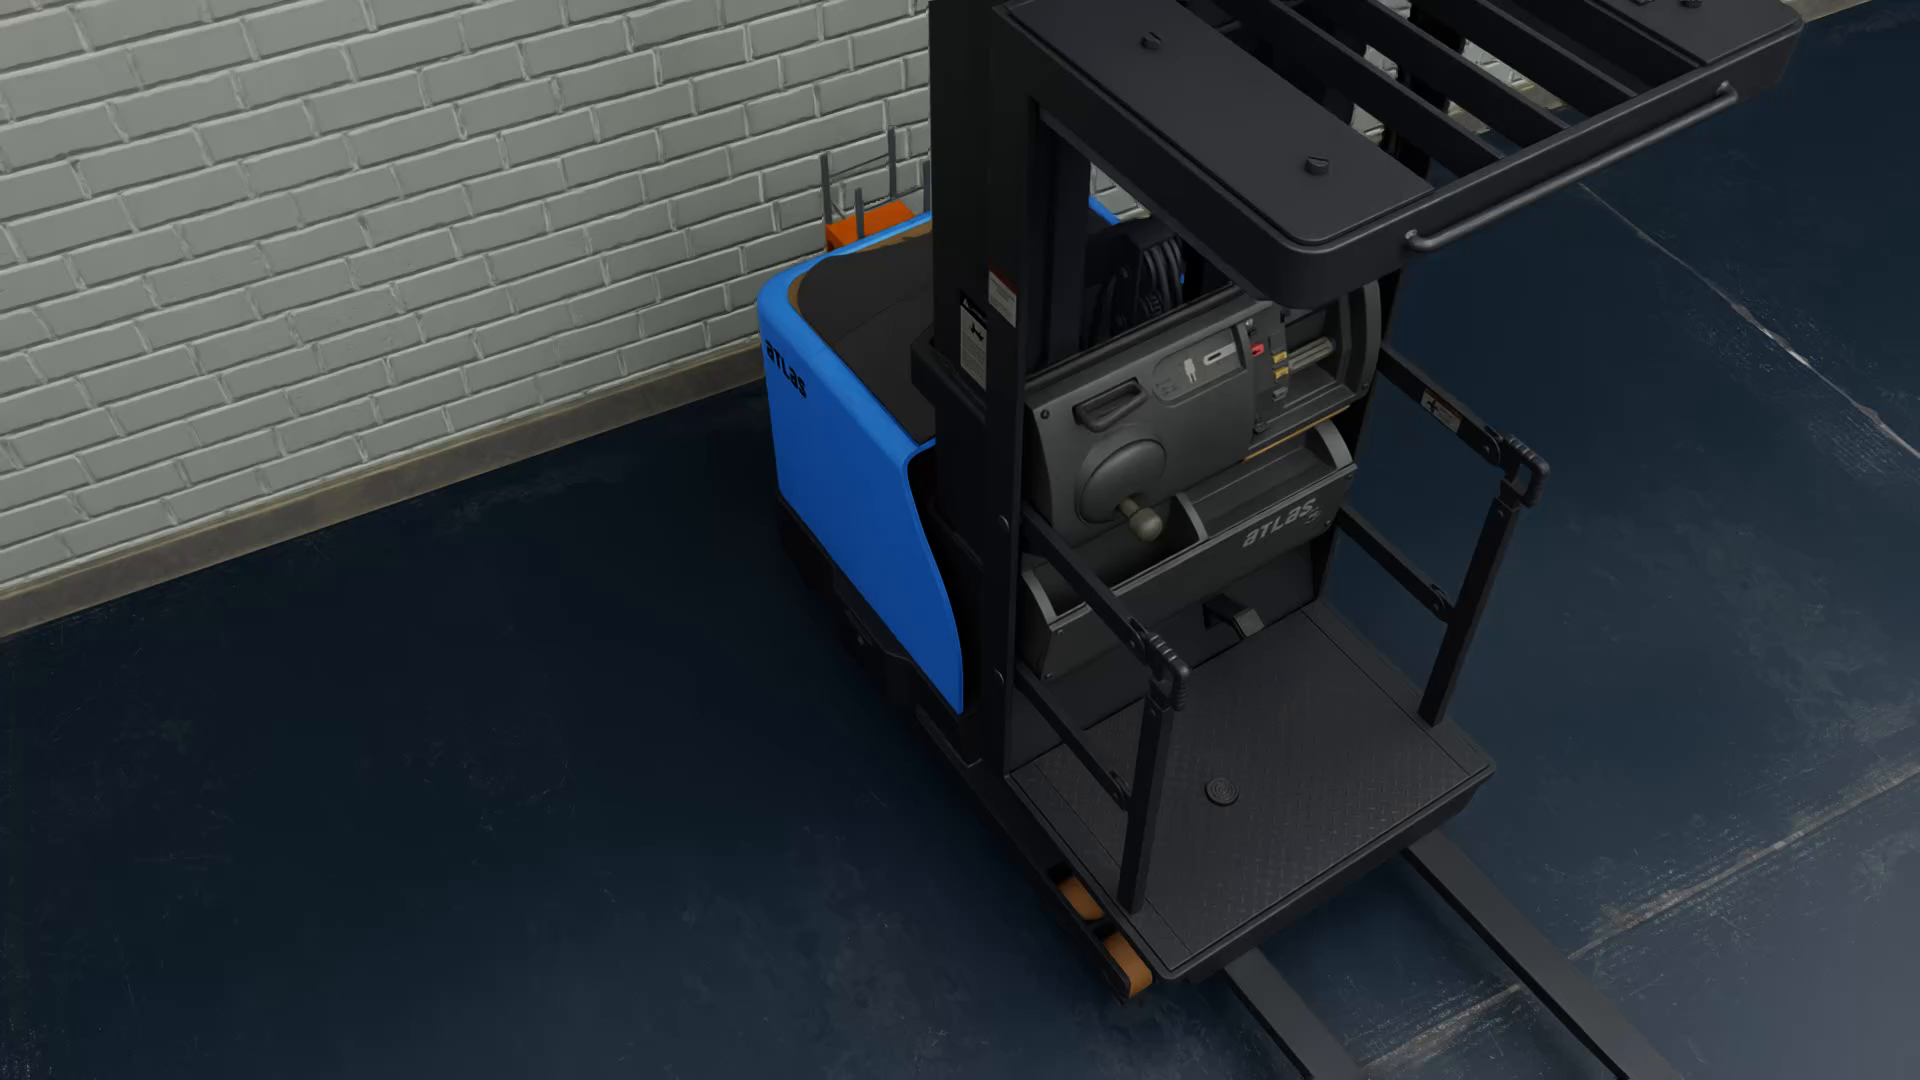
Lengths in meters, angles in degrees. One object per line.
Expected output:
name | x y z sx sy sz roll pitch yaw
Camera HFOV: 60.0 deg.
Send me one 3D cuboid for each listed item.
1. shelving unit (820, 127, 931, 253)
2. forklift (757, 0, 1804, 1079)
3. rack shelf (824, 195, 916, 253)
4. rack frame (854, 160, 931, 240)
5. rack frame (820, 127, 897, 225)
shelving unit | -0.234 -0.656 5.027 0.258 1.200 0.189 -27 54 -21
forklift | 0.672 -0.222 3.497 1.130 2.935 3.031 -27 54 -21
rack shelf | -0.234 -0.864 4.789 0.258 0.103 0.180 -27 54 -21
rack frame | -0.183 -0.599 4.977 0.240 1.200 0.006 -27 54 -21
rack frame | -0.284 -0.714 5.077 0.240 1.200 0.006 -27 54 -21
